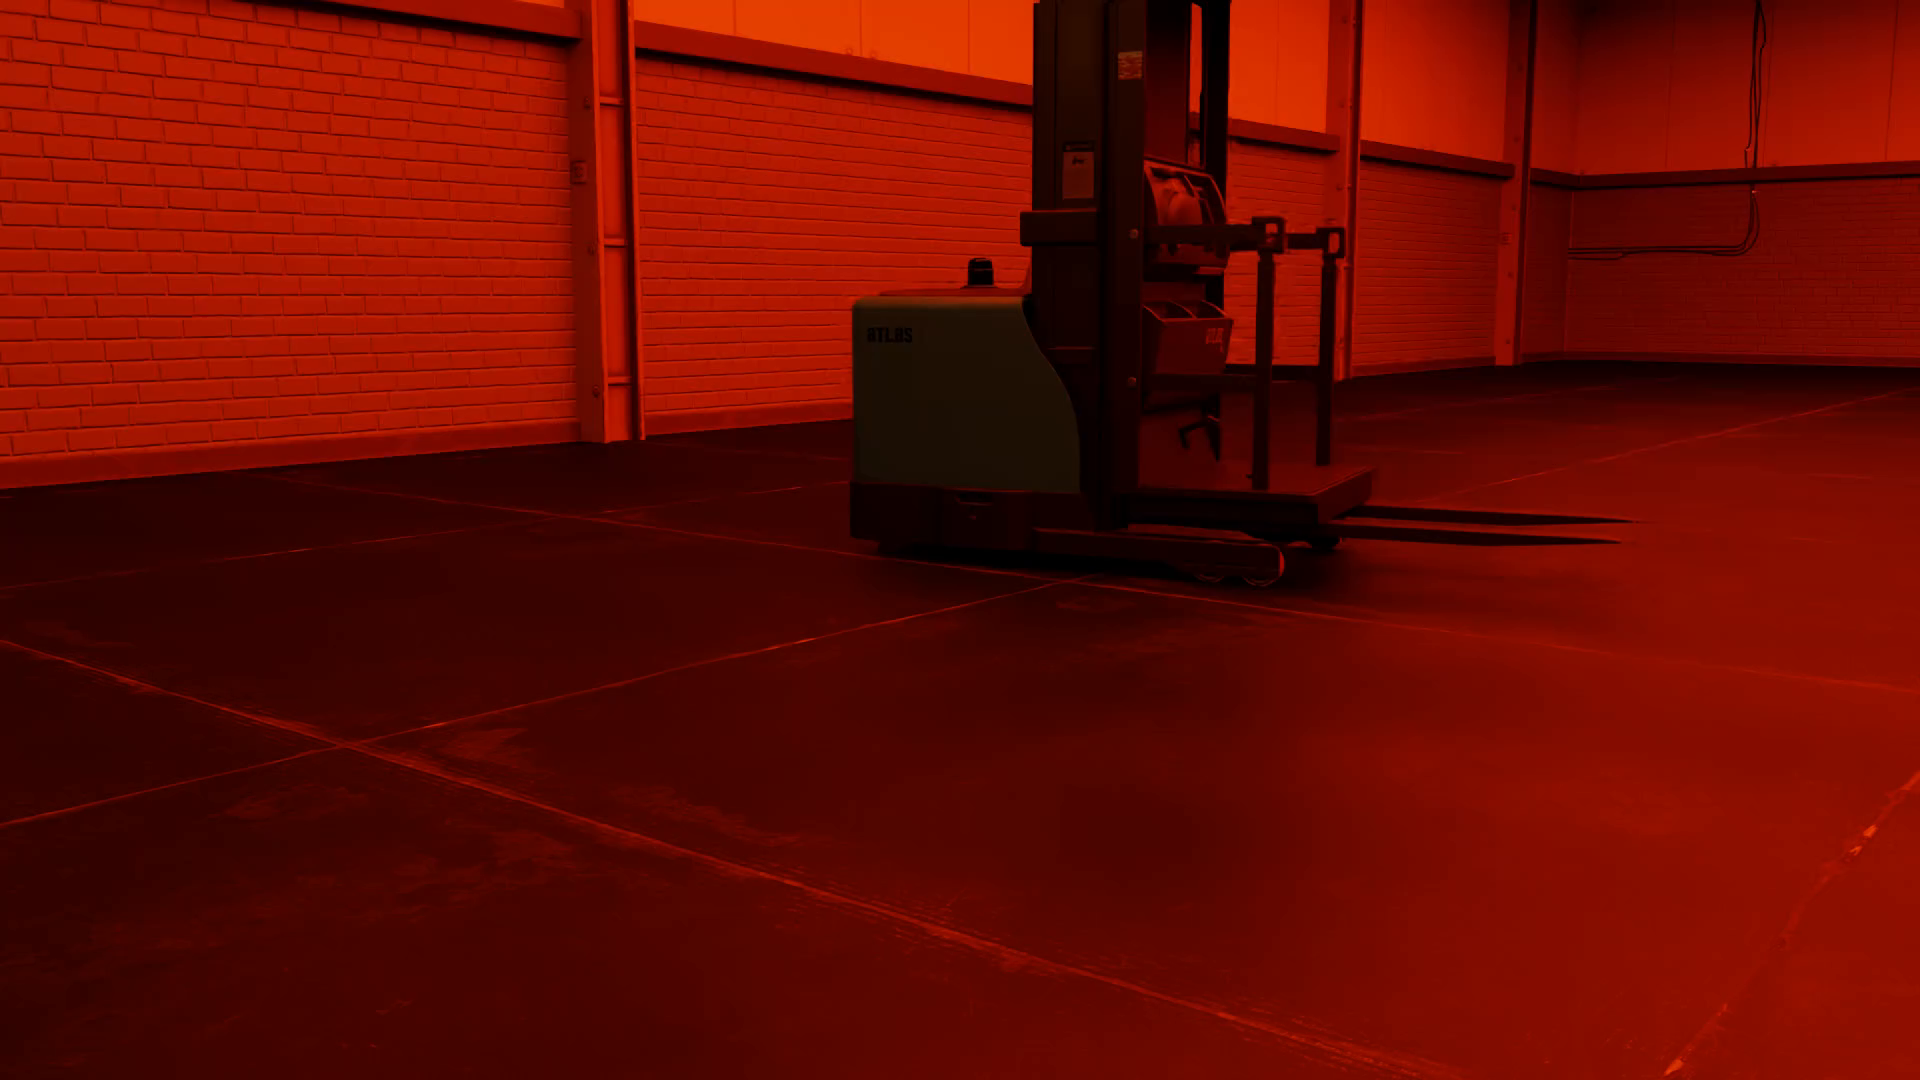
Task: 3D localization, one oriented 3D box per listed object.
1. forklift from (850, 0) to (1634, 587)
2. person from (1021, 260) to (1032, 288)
[{"bbox_3d":[1.094,-1.362,6.592,3.031,2.935,1.130,4,9,25],"label":"forklift"},{"bbox_3d":[0.623,-1.188,9.781,0.705,1.673,0.555,0,8,-1],"label":"person"}]
